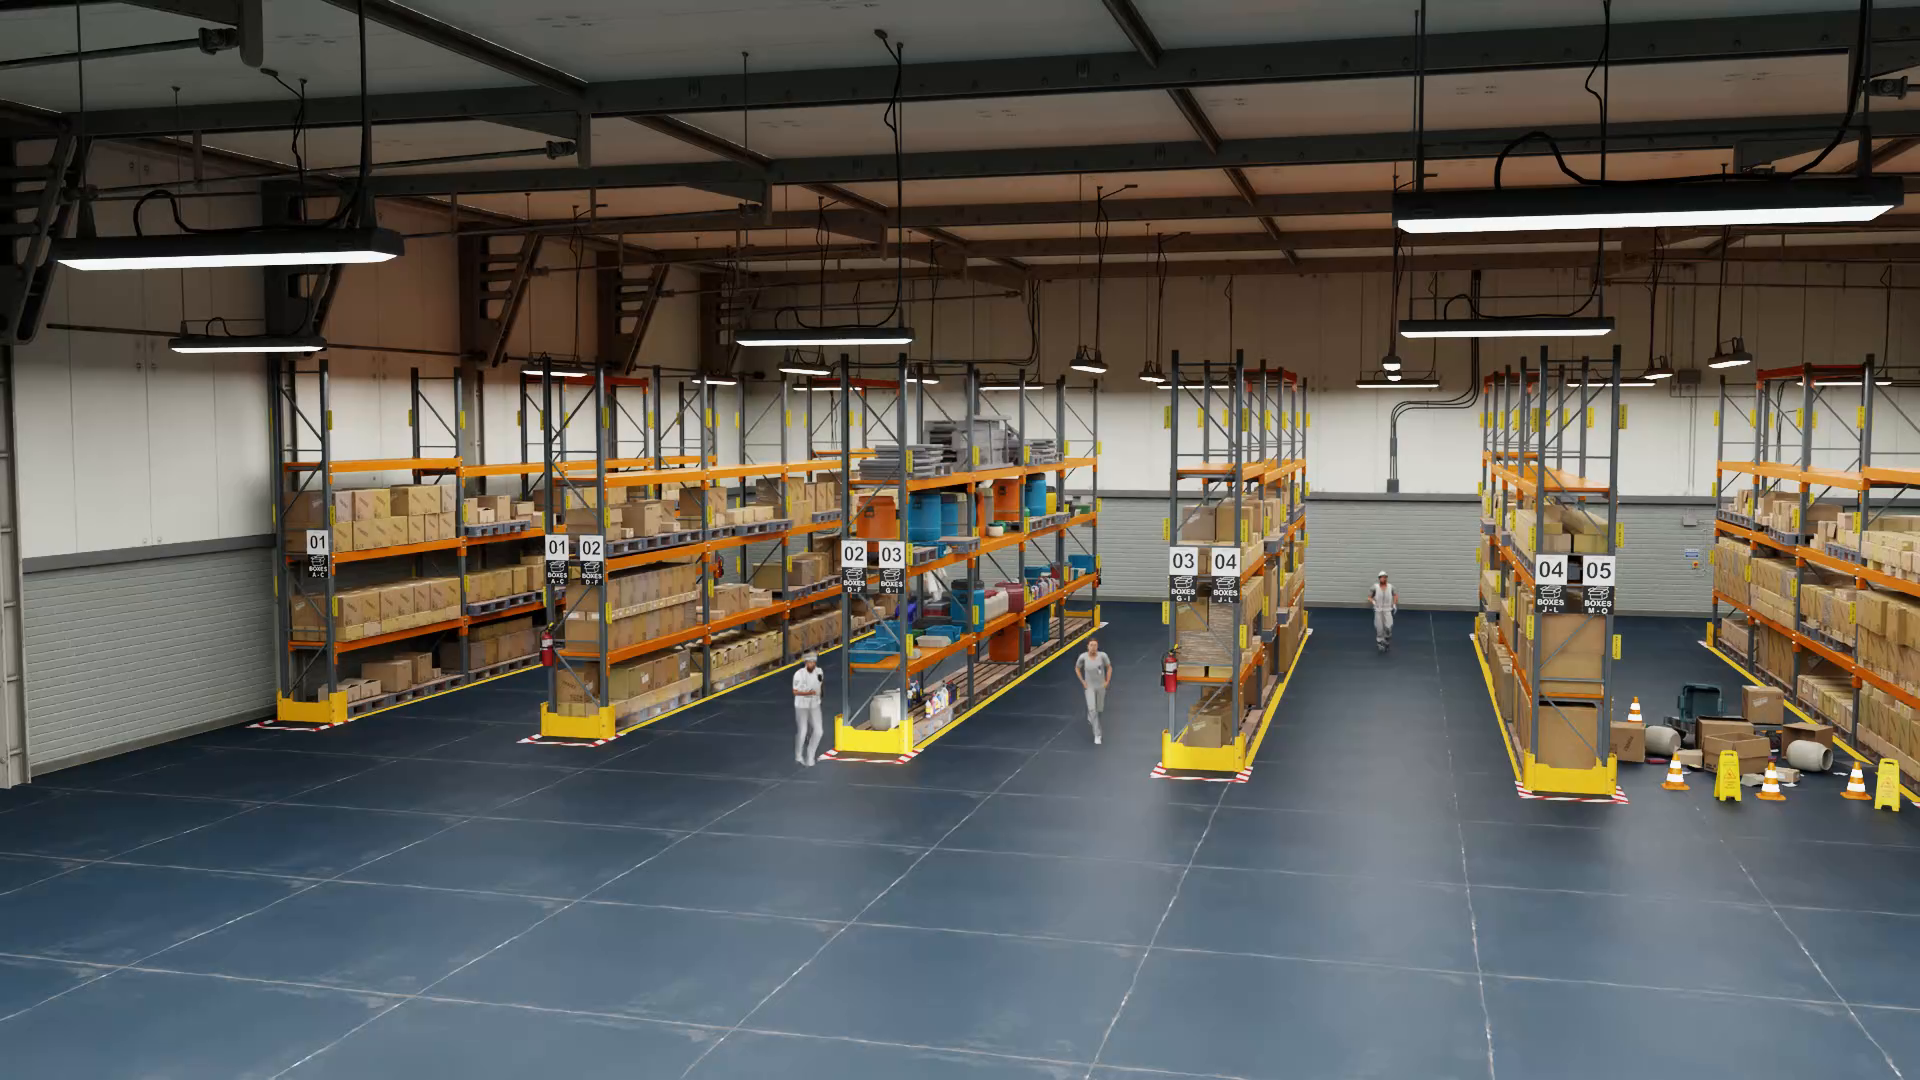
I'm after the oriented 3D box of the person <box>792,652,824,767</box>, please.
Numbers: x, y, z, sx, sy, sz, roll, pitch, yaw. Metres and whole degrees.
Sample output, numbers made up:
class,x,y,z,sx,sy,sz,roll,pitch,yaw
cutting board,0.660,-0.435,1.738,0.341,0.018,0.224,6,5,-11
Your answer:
class,x,y,z,sx,sy,sz,roll,pitch,yaw
person,-2.179,2.463,24.092,0.566,1.739,0.759,-2,5,-25

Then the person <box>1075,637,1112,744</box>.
class,x,y,z,sx,sy,sz,roll,pitch,yaw
person,2.091,2.330,26.160,0.569,1.656,0.896,0,4,-3

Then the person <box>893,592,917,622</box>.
class,x,y,z,sx,sy,sz,roll,pitch,yaw
person,-1.045,1.835,32.933,0.578,1.649,0.791,1,4,13

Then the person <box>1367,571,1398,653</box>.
class,x,y,z,sx,sy,sz,roll,pitch,yaw
person,9.075,1.551,35.706,0.648,1.759,0.640,1,4,11

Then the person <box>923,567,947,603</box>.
class,x,y,z,sx,sy,sz,roll,pitch,yaw
person,-0.666,1.108,42.121,0.748,1.759,0.793,-3,5,-34
